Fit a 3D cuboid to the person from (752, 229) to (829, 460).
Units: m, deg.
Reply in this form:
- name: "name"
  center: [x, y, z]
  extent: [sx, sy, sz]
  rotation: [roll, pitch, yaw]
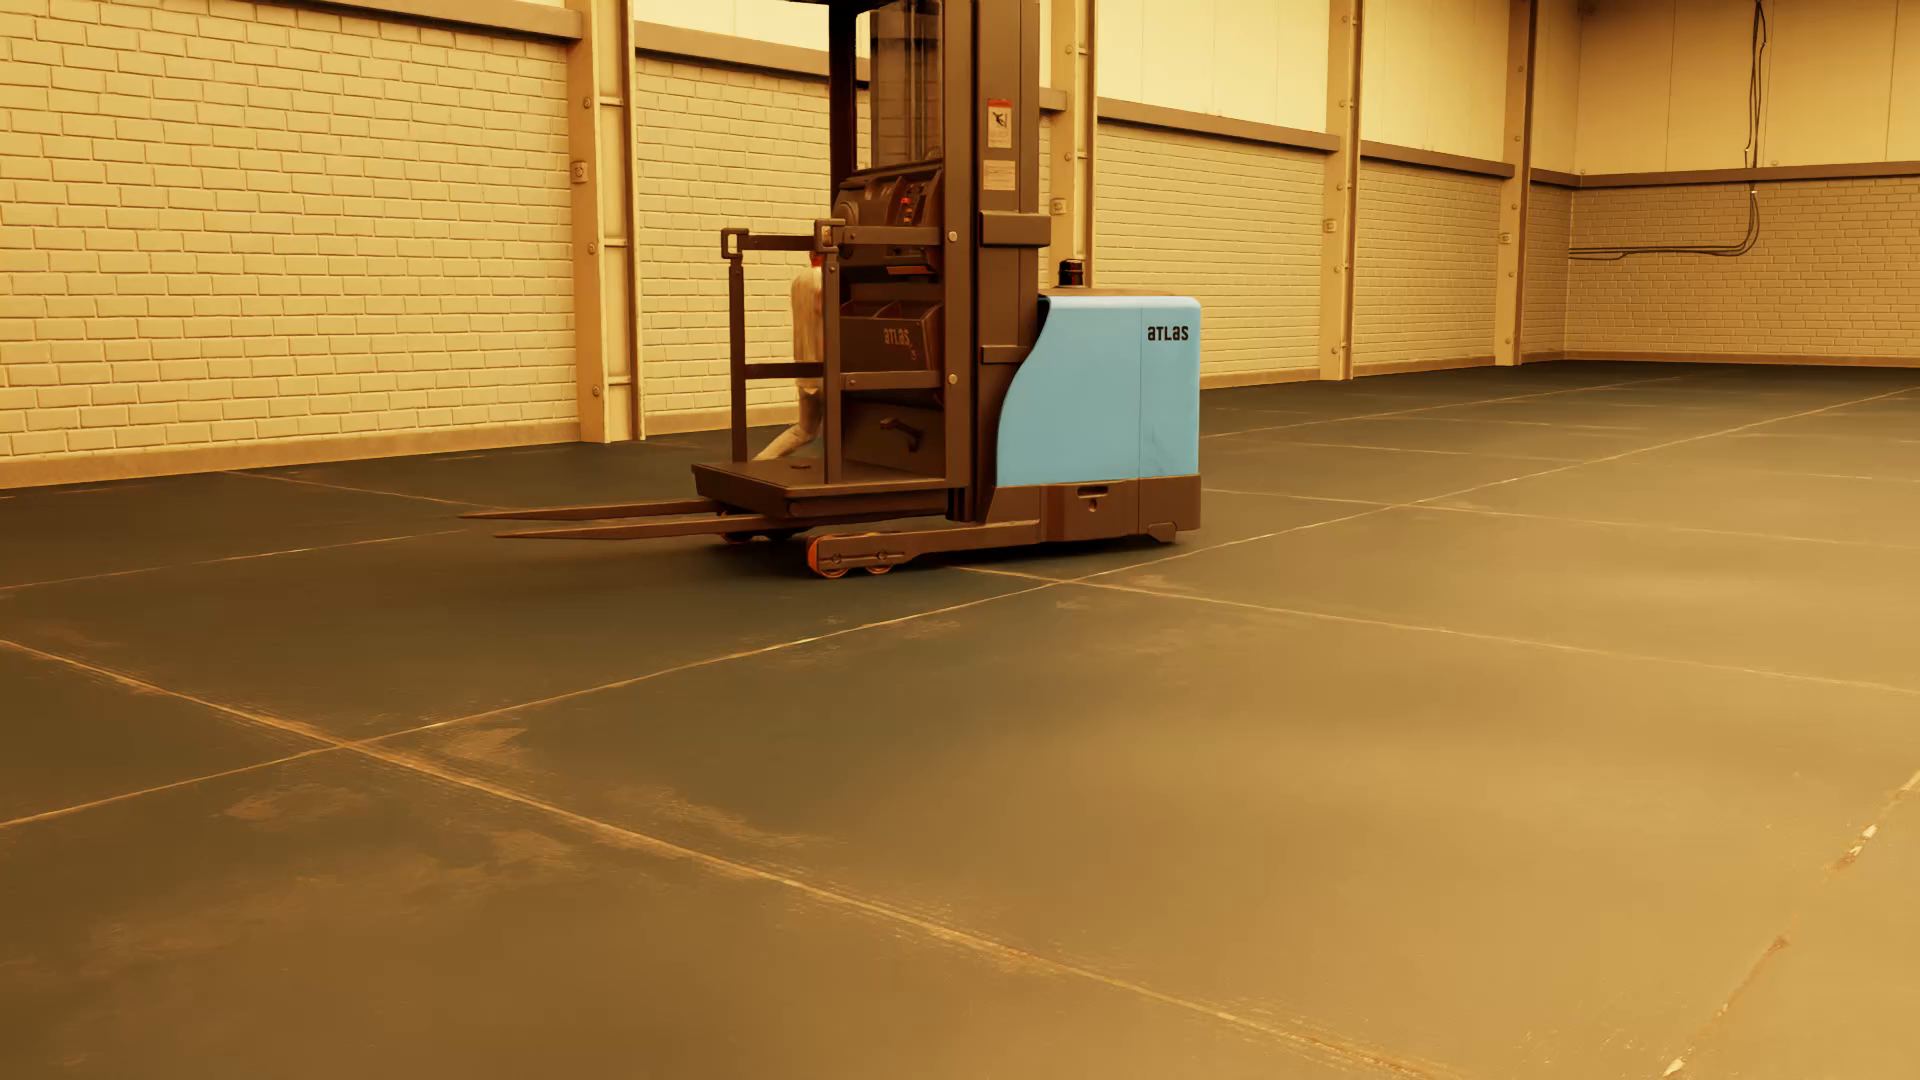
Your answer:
- name: "person"
  center: [-0.616, -0.894, 8.638]
  extent: [0.907, 1.418, 0.991]
  rotation: [-4, 9, -28]

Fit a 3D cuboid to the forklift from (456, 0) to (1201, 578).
- name: "forklift"
  center: [-0.492, -1.390, 6.783]
  extent: [3.031, 2.935, 1.130]
  rotation: [-4, 9, -28]
